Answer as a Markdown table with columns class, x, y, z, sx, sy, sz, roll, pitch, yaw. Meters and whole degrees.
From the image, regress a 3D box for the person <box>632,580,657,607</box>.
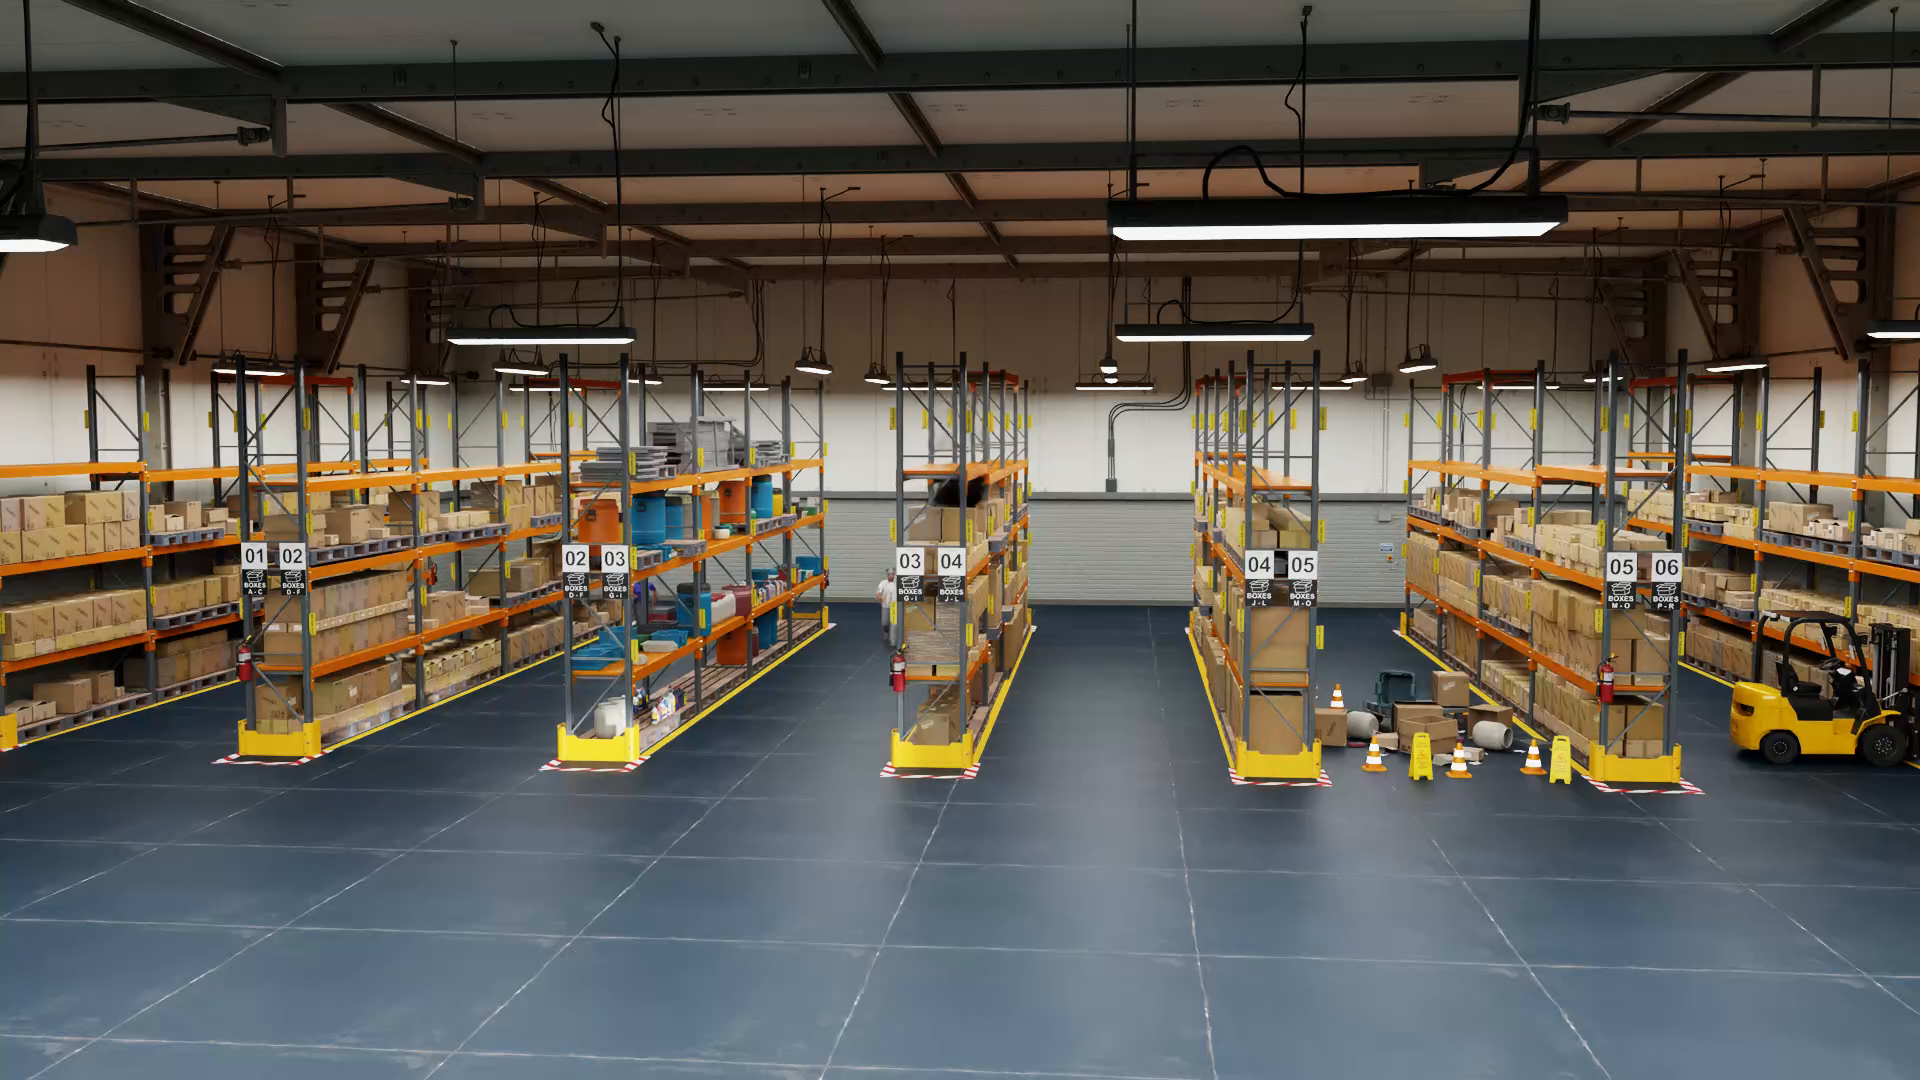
| class | x | y | z | sx | sy | sz | roll | pitch | yaw |
| --- | --- | --- | --- | --- | --- | --- | --- | --- | --- |
| person | -7.118 | 1.100 | 37.110 | 0.611 | 0.827 | 0.605 | 0 | 4 | -2 |

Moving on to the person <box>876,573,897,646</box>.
| class | x | y | z | sx | sy | sz | roll | pitch | yaw |
| --- | --- | --- | --- | --- | --- | --- | --- | --- | --- |
| person | -1.539 | 1.507 | 37.310 | 0.674 | 1.682 | 0.782 | 0 | 4 | -1 |

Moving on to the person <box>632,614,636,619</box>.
| class | x | y | z | sx | sy | sz | roll | pitch | yaw |
| --- | --- | --- | --- | --- | --- | --- | --- | --- | --- |
| person | -8.567 | 1.197 | 42.329 | 0.794 | 1.697 | 0.639 | 2 | 4 | 21 |
